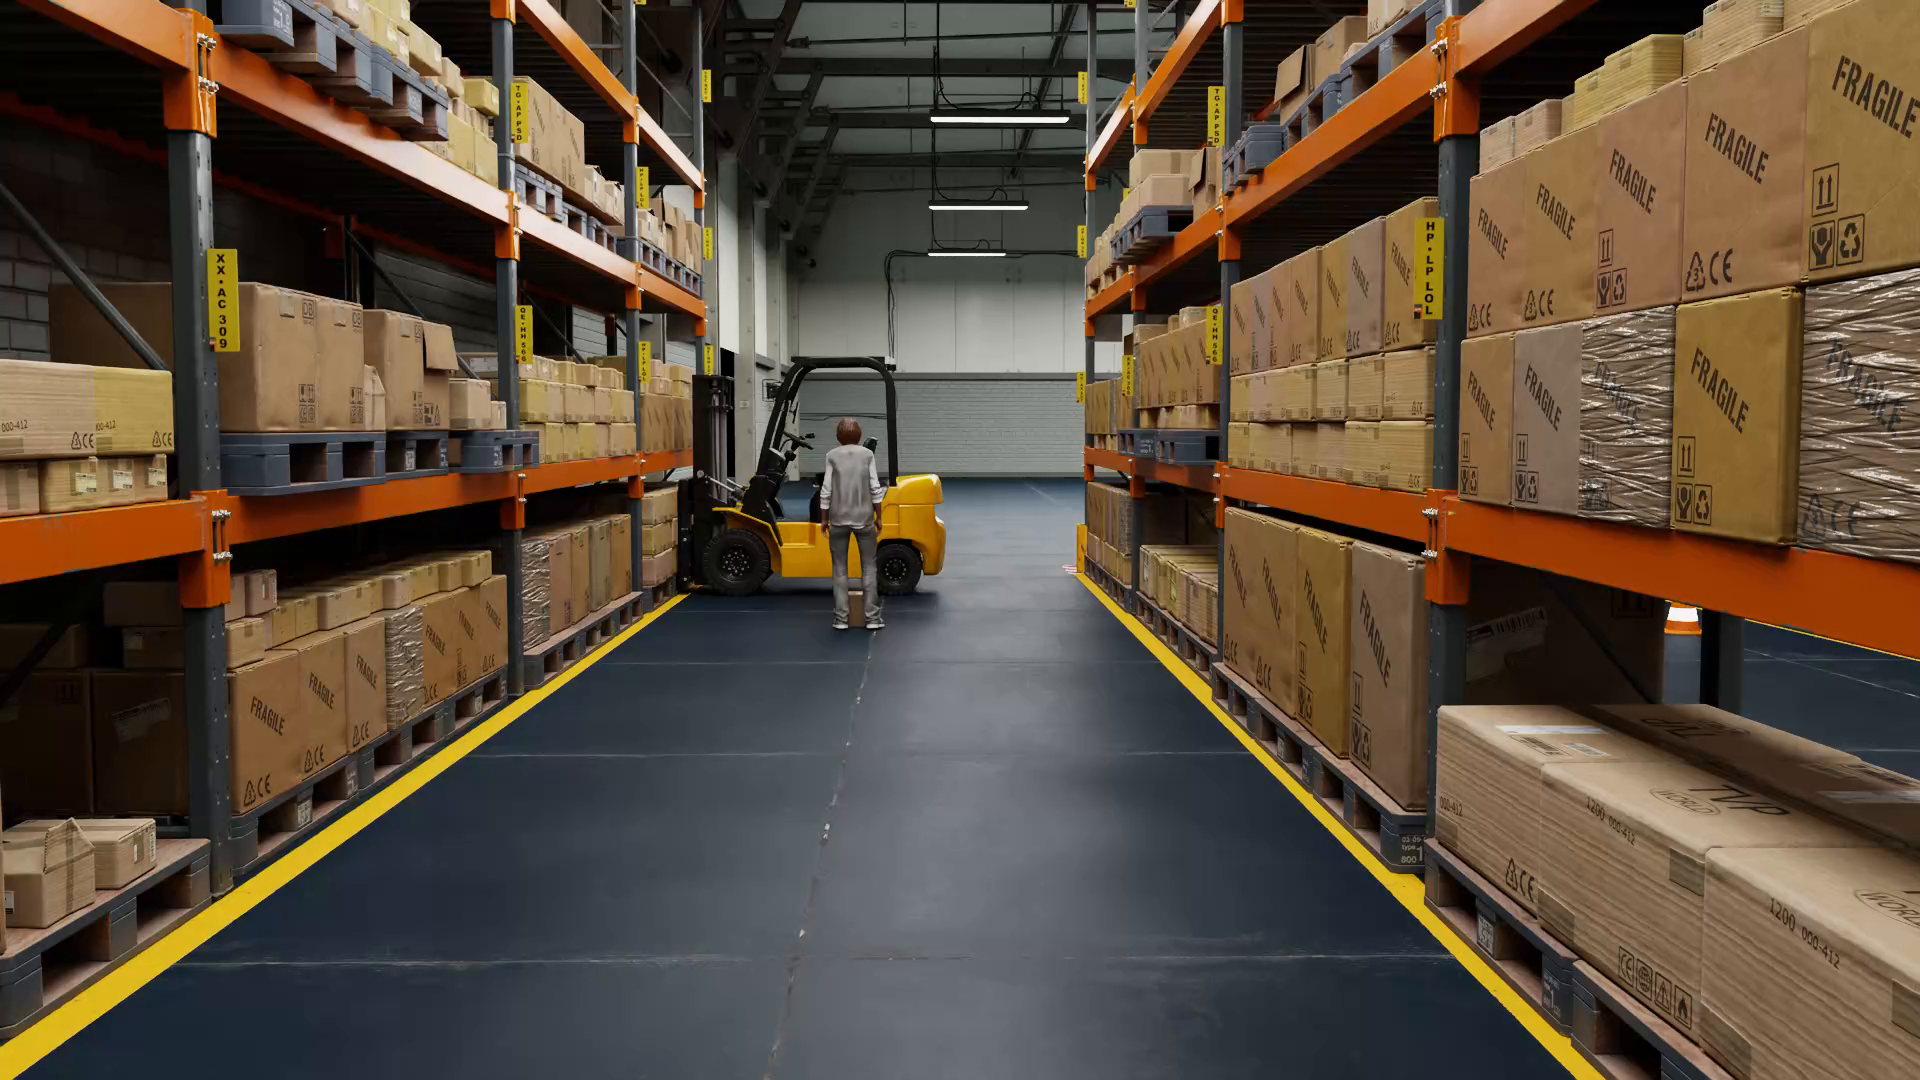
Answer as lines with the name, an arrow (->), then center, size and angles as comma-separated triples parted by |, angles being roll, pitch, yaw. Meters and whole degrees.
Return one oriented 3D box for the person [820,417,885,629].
person -> -0.810, -0.123, 12.510 | 0.483, 1.594, 0.341 | 0, 4, -4
